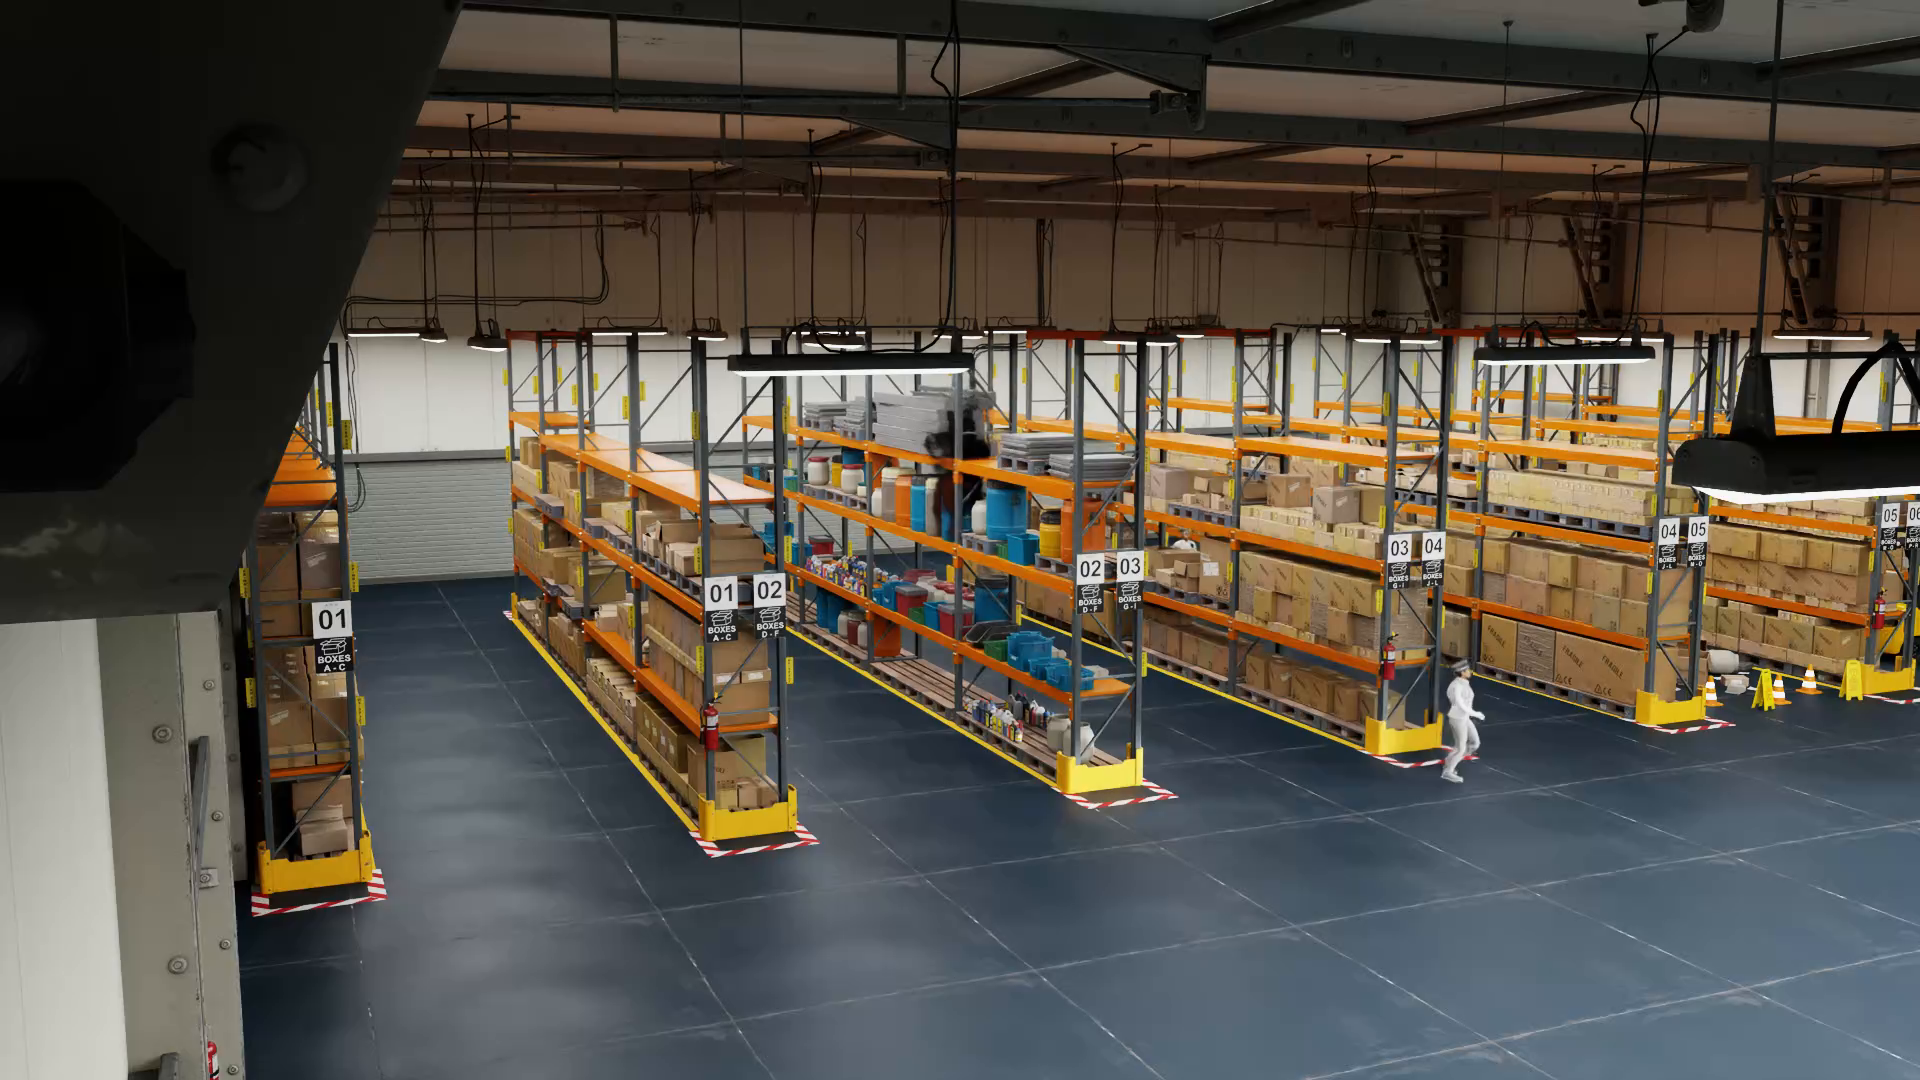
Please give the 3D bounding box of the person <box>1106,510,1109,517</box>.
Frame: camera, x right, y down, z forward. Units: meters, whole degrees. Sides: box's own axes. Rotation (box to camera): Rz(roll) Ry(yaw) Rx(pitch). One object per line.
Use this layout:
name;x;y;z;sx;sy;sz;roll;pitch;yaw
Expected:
person;3.410;0.138;39.551;0.696;1.733;0.878;0;8;-1

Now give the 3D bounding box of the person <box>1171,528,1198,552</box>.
person;4.881;0.580;36.032;0.599;1.708;0.893;-3;8;-22

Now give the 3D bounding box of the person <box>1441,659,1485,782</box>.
person;6.868;2.441;22.646;0.546;1.659;0.653;3;8;21
